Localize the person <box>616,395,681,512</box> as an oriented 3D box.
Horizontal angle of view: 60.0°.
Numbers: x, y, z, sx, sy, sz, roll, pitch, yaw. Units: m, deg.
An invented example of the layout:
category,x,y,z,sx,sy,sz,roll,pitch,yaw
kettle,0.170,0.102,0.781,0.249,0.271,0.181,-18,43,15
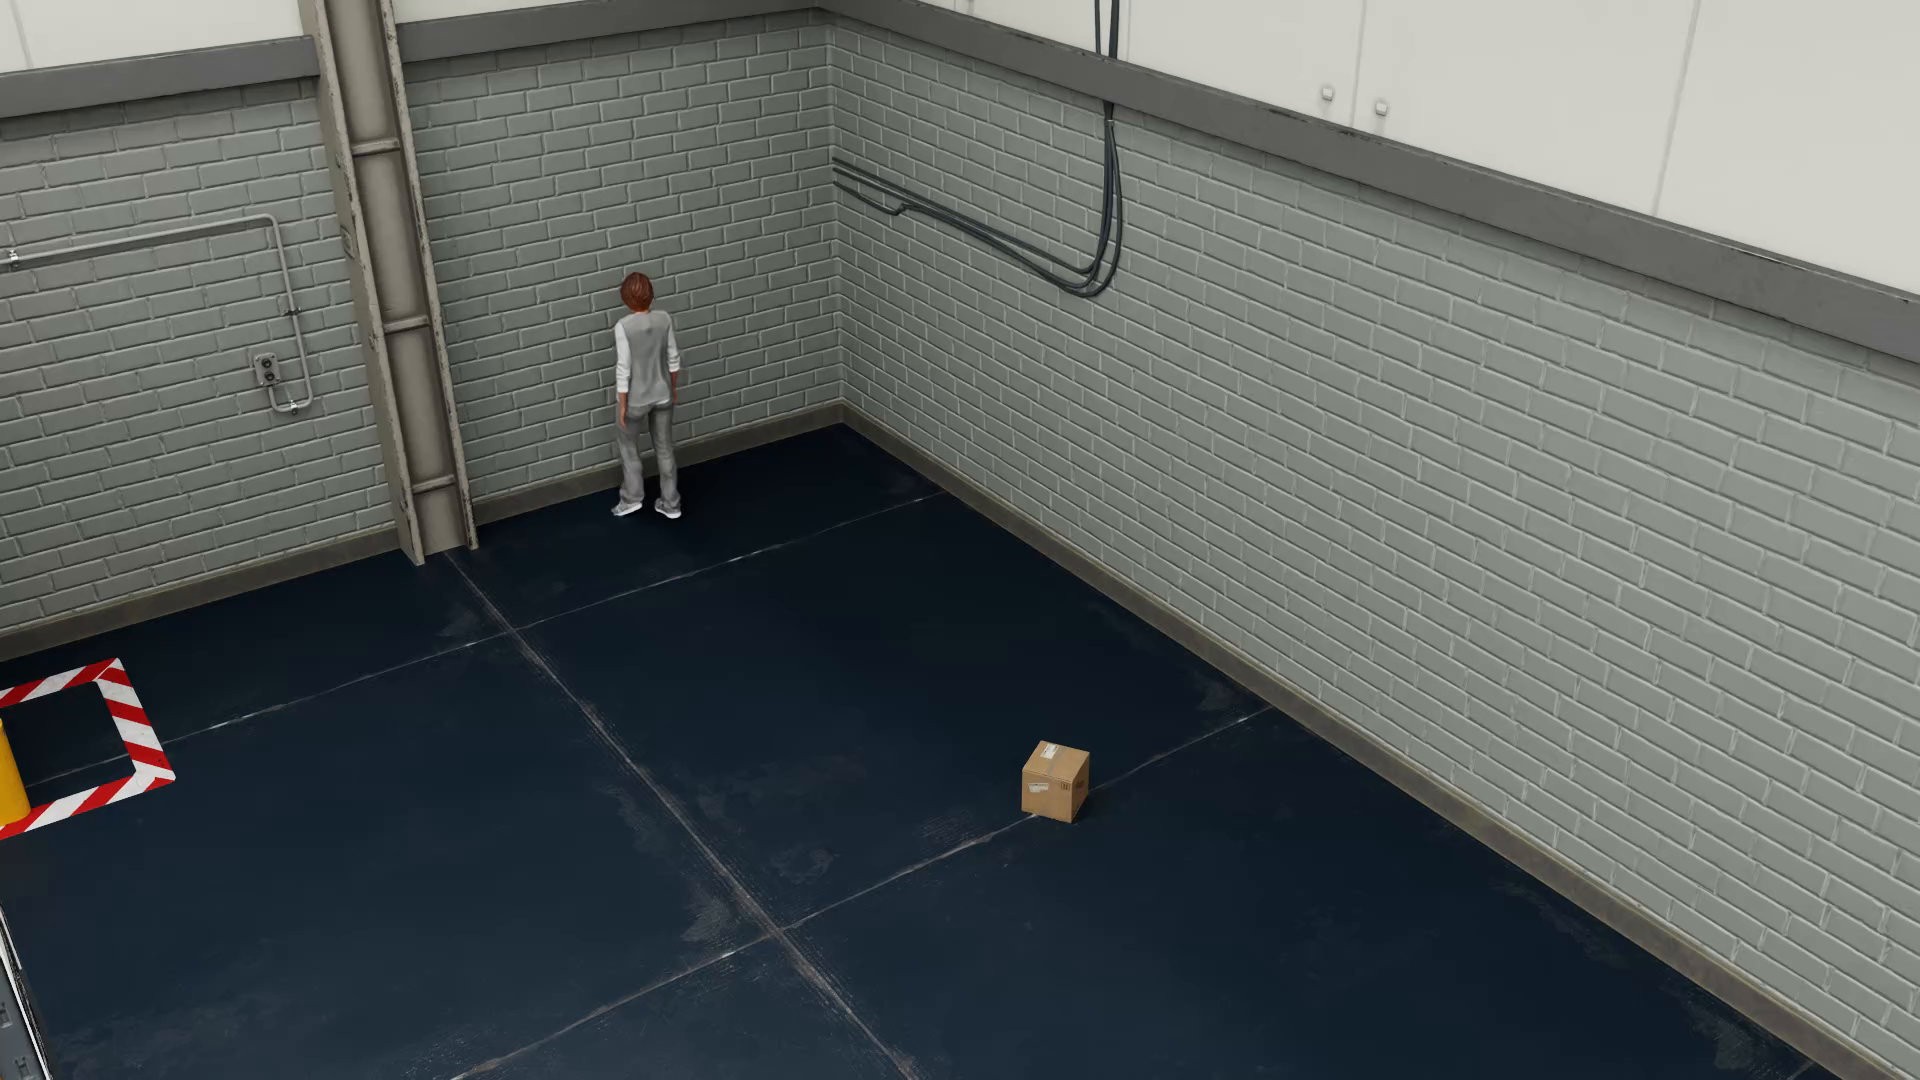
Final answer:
category,x,y,z,sx,sy,sz,roll,pitch,yaw
person,-1.926,-0.596,10.288,0.354,0.841,0.380,-20,35,-32
